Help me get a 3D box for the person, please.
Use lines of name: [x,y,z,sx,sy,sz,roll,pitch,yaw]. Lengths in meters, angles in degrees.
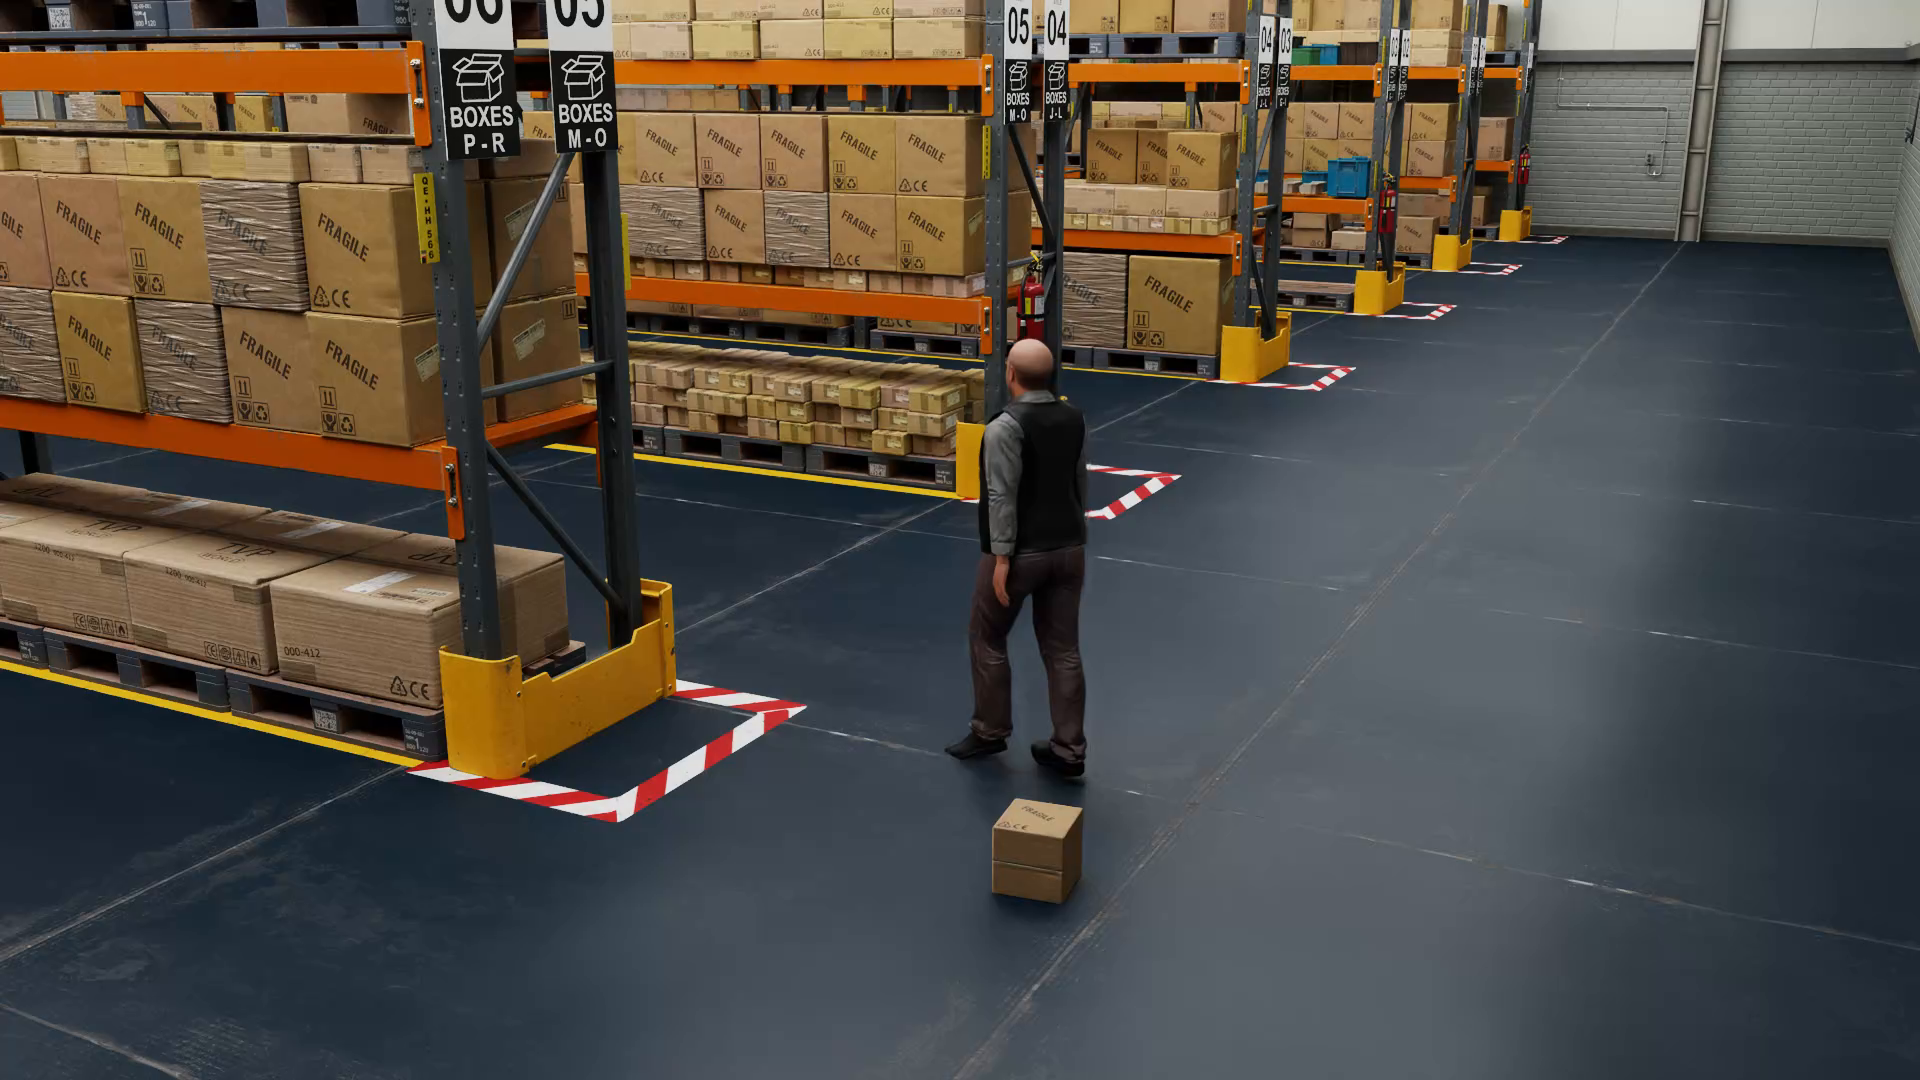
person: [0.309,0.092,6.586,0.556,1.758,0.633,-10,19,-32]
